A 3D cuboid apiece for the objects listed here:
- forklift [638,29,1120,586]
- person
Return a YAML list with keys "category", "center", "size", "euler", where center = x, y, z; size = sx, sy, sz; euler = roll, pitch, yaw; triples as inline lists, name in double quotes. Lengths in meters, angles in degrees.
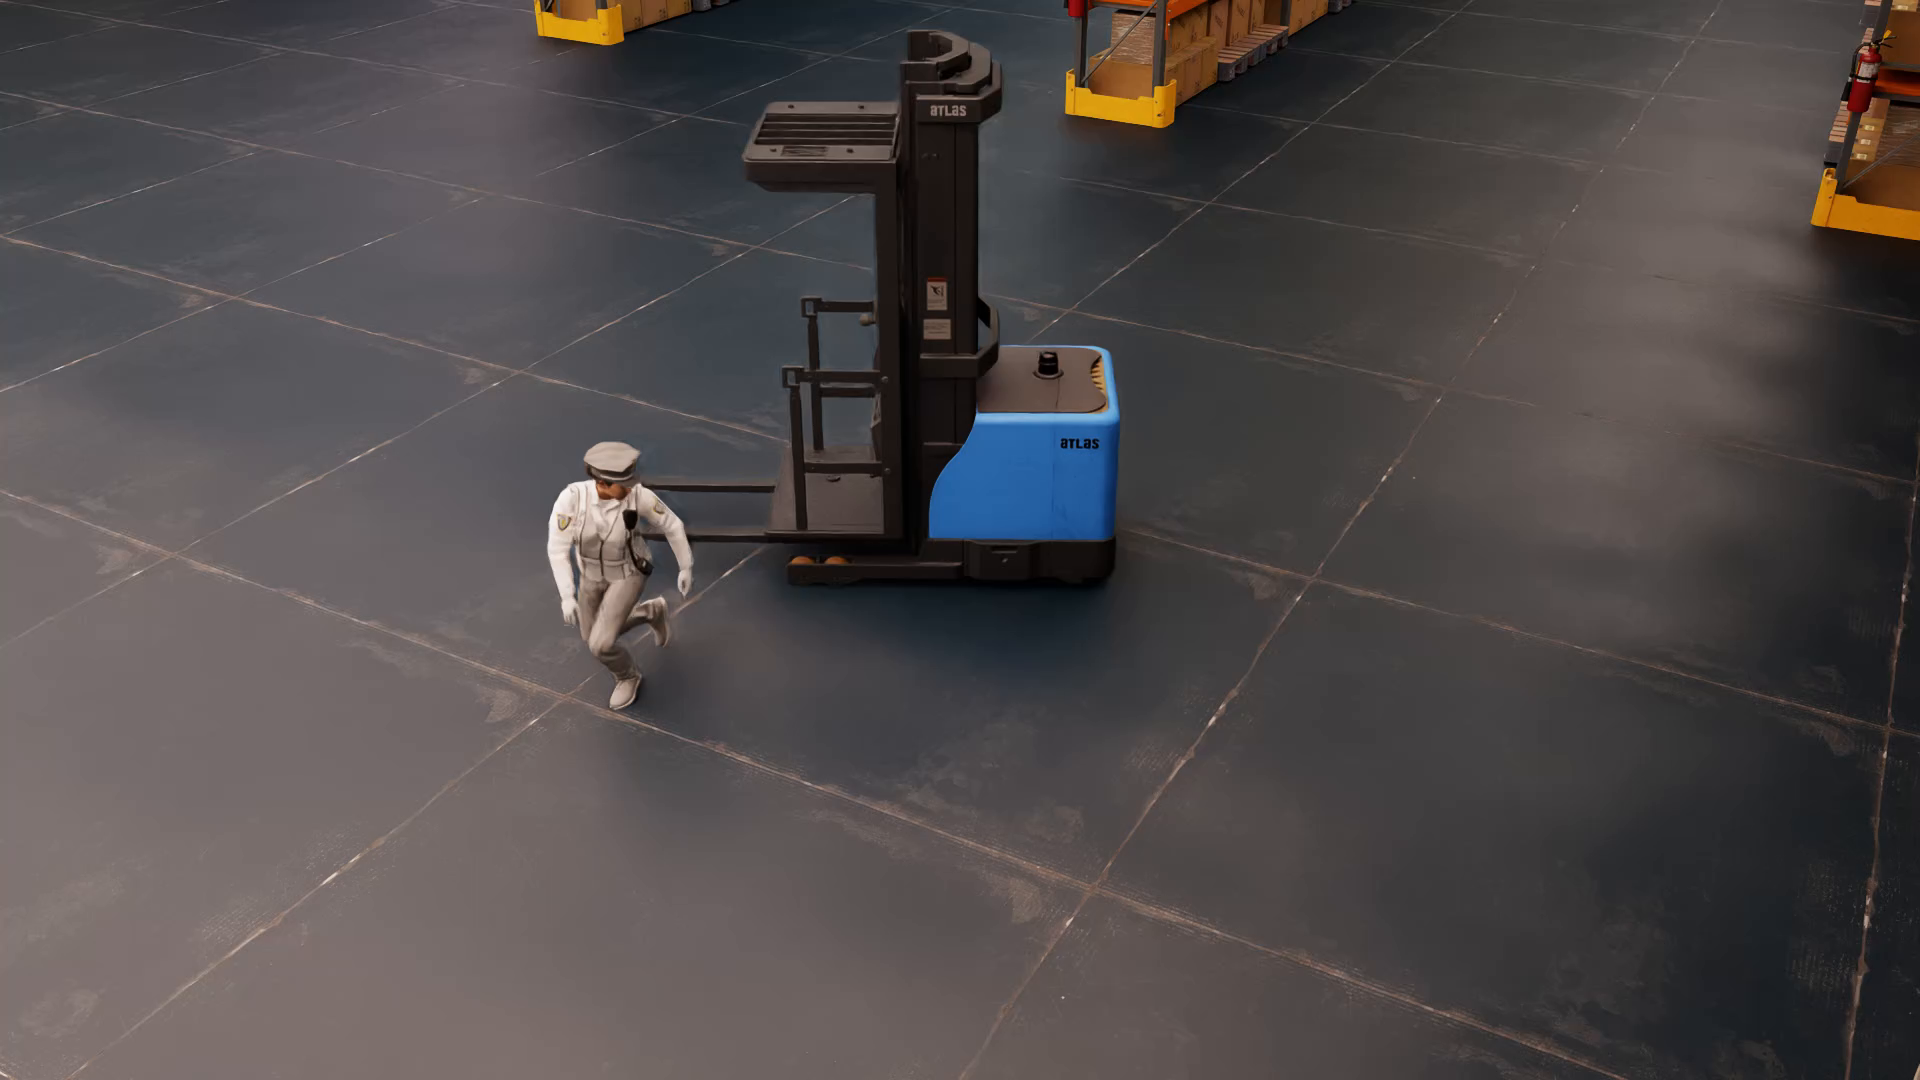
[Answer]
- category: "forklift"
  center: [-0.618, -1.268, 9.268]
  size: [3.031, 2.935, 1.130]
  euler: [1, 30, 1]
- category: "person"
  center: [-1.664, 0.132, 8.365]
  size: [0.583, 1.449, 0.756]
  euler: [8, 31, 13]
